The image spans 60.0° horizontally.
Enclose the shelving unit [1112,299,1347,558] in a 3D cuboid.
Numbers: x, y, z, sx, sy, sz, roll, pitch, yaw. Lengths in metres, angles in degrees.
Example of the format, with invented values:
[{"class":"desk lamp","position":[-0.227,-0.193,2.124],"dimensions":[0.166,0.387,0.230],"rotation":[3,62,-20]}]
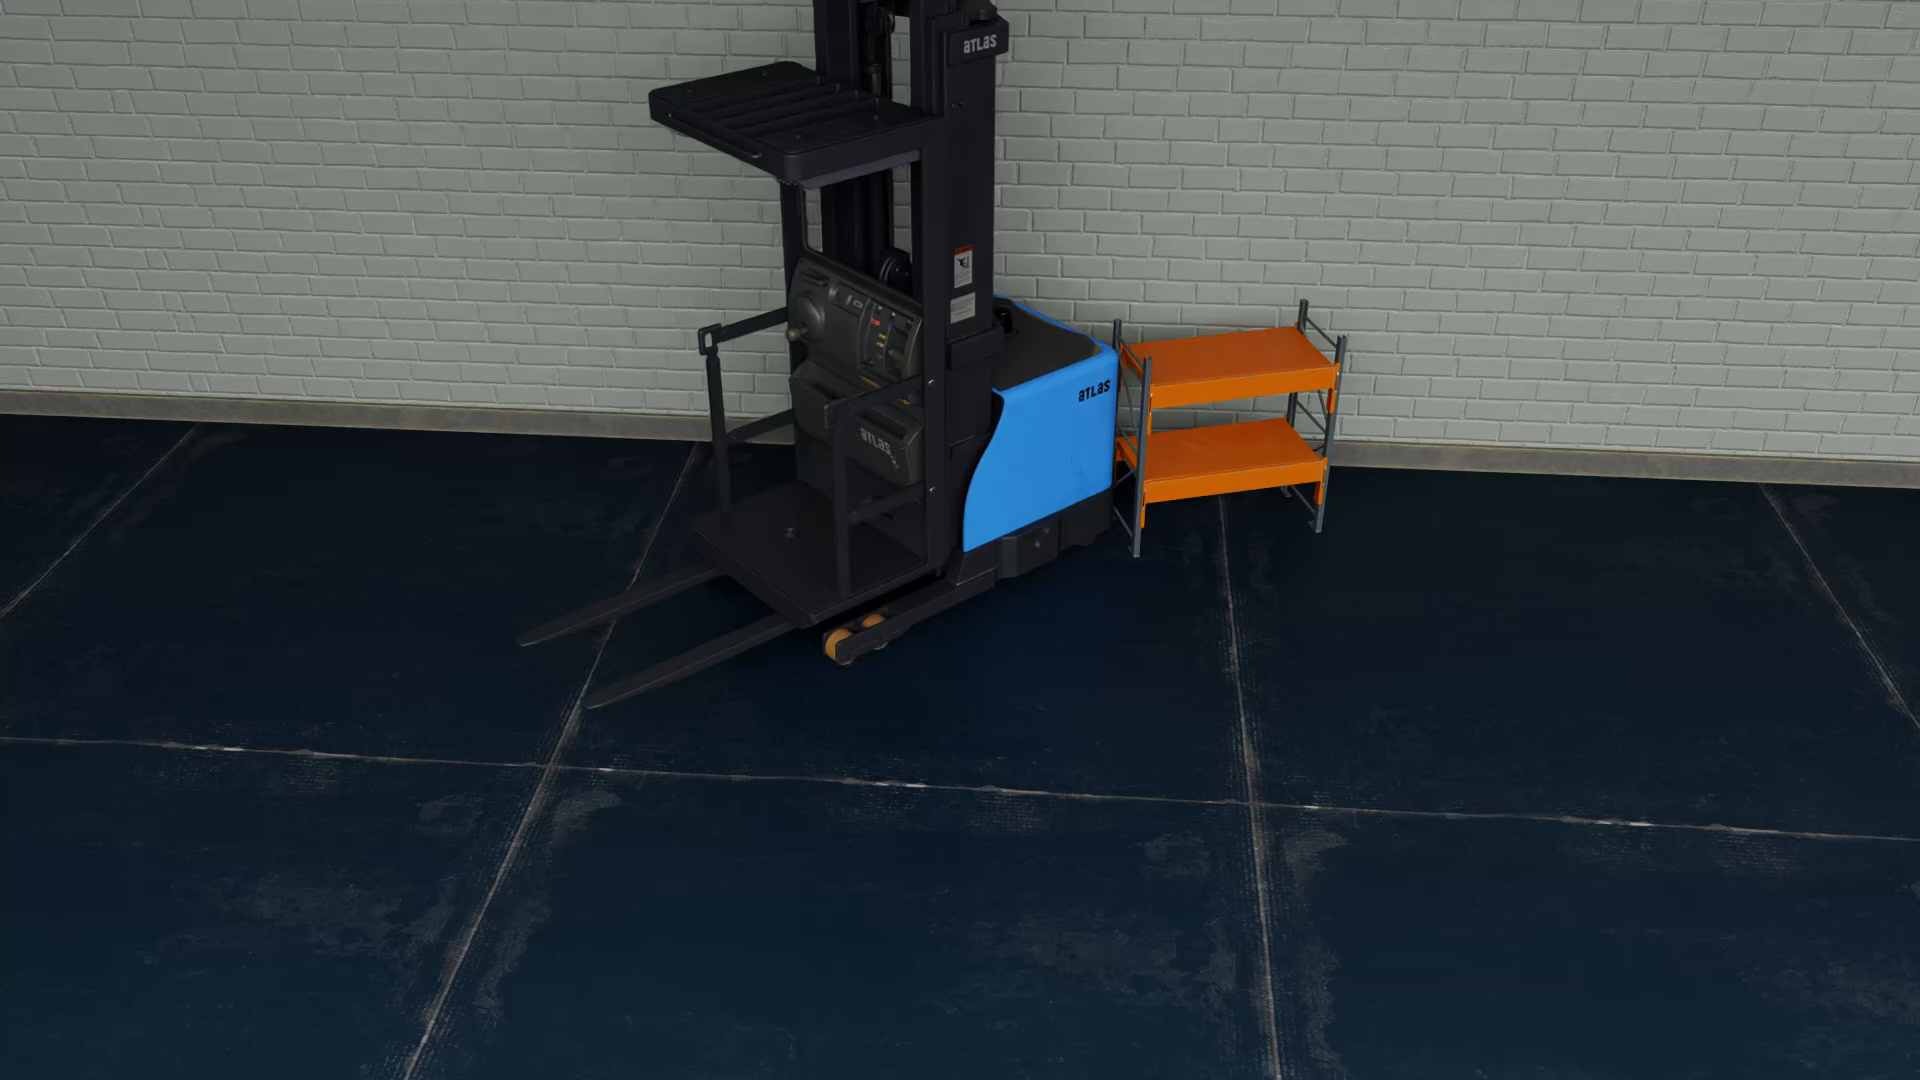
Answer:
[{"class":"shelving unit","position":[1.347,-0.581,8.621],"dimensions":[1.048,1.125,0.538],"rotation":[-7,32,-12]}]

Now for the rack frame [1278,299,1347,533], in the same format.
[{"class":"rack frame","position":[1.841,-0.646,8.725],"dimensions":[0.032,1.125,0.500],"rotation":[-7,32,-12]}]

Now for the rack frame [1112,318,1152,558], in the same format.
[{"class":"rack frame","position":[0.854,-0.517,8.516],"dimensions":[0.032,1.125,0.500],"rotation":[-7,32,-12]}]

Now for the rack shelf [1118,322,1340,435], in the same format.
[{"class":"rack shelf","position":[1.347,-0.830,8.467],"dimensions":[1.000,0.278,0.538],"rotation":[-7,32,-12]}]

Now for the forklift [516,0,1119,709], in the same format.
[{"class":"forklift","position":[-0.650,-0.976,7.540],"dimensions":[3.031,2.935,1.130],"rotation":[-24,39,-33]}]

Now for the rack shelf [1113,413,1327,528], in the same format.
[{"class":"rack shelf","position":[1.347,-0.373,8.749],"dimensions":[1.000,0.278,0.538],"rotation":[-7,32,-12]}]
